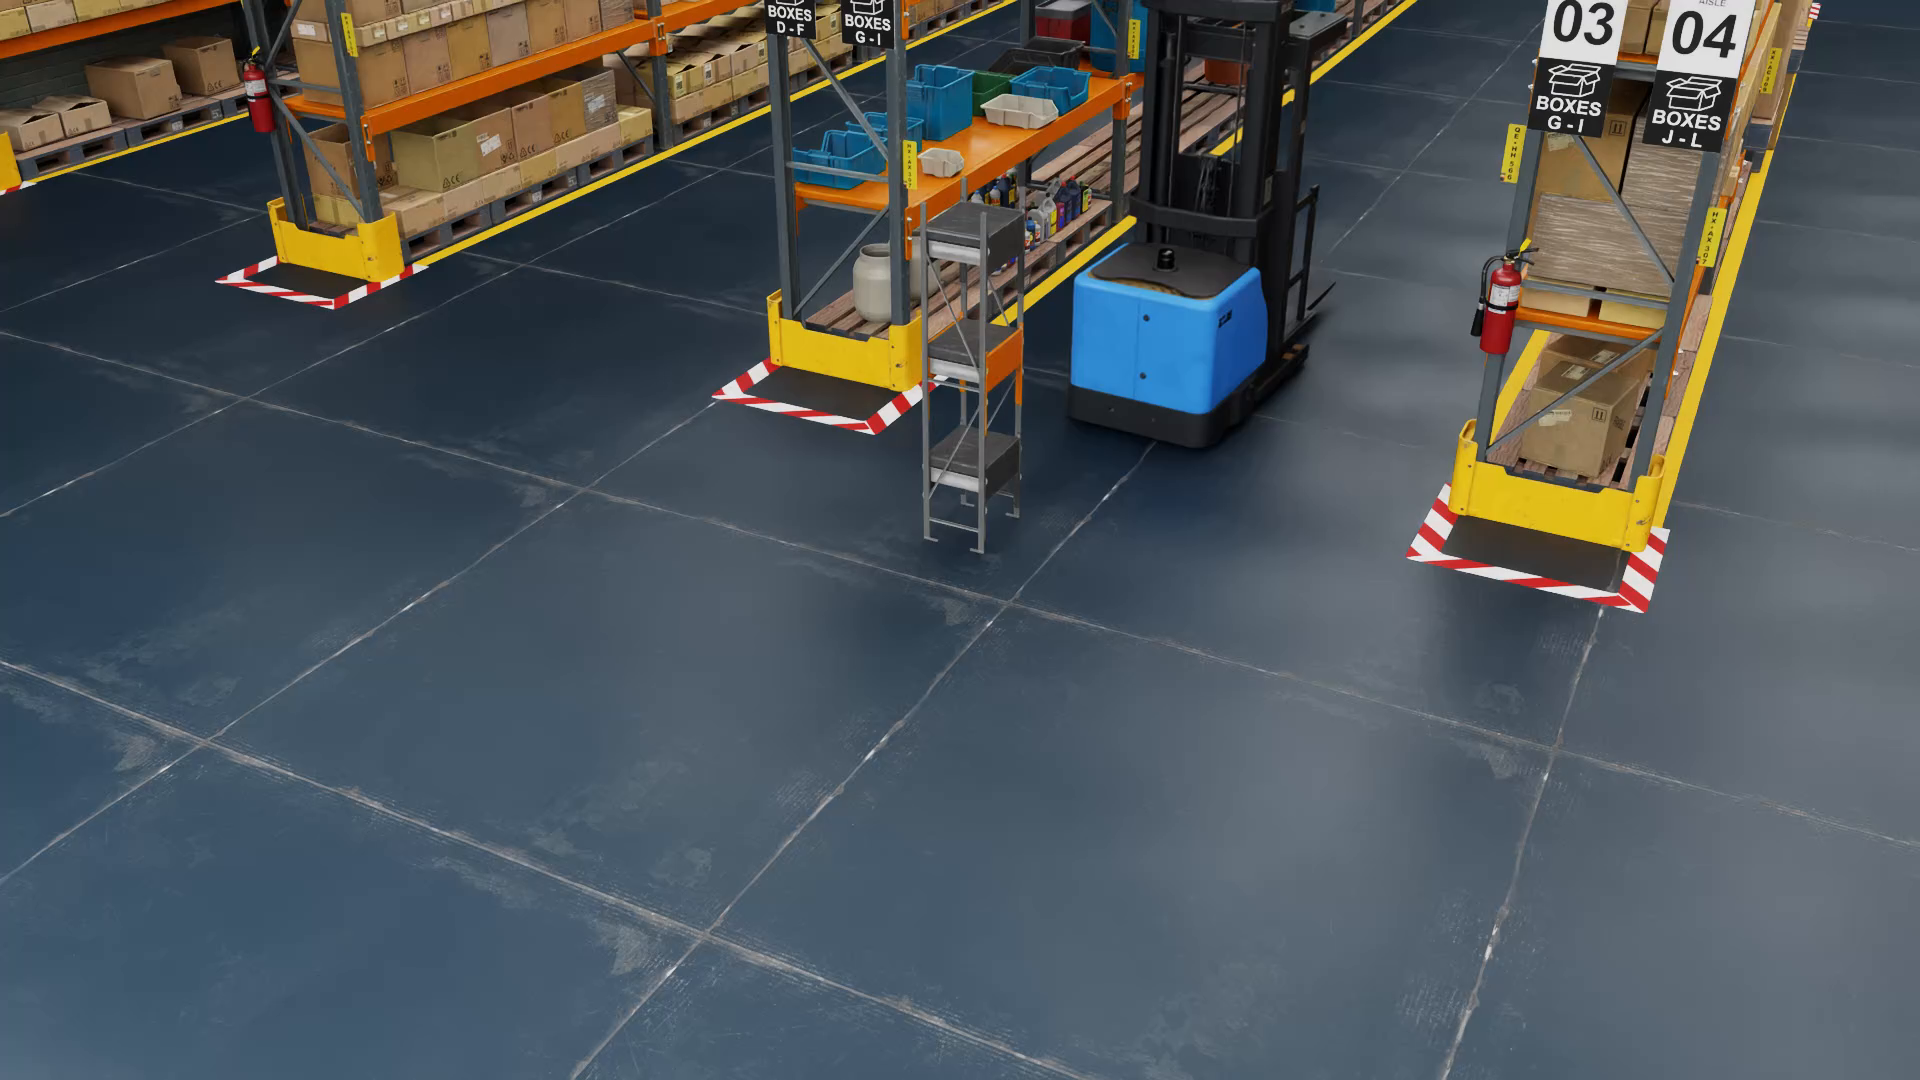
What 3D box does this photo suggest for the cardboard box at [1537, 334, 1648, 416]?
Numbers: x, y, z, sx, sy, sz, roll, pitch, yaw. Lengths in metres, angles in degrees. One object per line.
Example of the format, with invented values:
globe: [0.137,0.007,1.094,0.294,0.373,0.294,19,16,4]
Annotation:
cardboard box: [4.128,-1.034,10.917,0.500,0.500,0.500,24,38,36]

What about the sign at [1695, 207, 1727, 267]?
sign: [4.070,-1.642,9.019,0.100,0.325,0.005,14,33,23]

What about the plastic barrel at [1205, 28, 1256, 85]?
plastic barrel: [3.030,-5.522,18.401,0.600,0.830,0.708,14,33,23]

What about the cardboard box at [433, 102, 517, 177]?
cardboard box: [-4.345,-3.588,14.862,0.500,0.500,0.500,14,33,23]

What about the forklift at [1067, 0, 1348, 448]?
forklift: [1.919,-2.575,11.581,1.130,2.935,3.031,16,34,26]

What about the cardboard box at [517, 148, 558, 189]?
cardboard box: [-4.103,-3.480,15.429,0.500,0.250,0.500,14,33,23]

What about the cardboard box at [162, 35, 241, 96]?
cardboard box: [-8.256,-5.172,18.103,0.500,0.500,0.500,12,32,20]

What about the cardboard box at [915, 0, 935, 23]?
cardboard box: [-0.657,-6.884,21.084,0.500,0.500,0.500,14,33,23]

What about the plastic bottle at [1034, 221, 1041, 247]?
plastic bottle: [0.622,-2.555,13.846,0.097,0.201,0.097,0,30,0]

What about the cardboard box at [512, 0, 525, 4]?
cardboard box: [-4.039,-4.887,14.786,0.380,0.149,0.250,15,33,25]

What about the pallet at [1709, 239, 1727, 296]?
pallet: [5.763,-2.299,13.833,1.003,0.211,1.213,14,33,23]

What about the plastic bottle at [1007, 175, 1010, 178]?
plastic bottle: [0.418,-3.177,14.929,0.097,0.201,0.097,0,30,0]

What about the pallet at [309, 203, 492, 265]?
pallet: [-4.919,-2.778,14.666,1.003,0.211,1.213,14,33,23]

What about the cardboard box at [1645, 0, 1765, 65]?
cardboard box: [4.037,-2.781,9.009,0.500,0.250,0.500,15,33,25]

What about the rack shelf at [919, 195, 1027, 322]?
rack shelf: [0.075,-1.579,9.304,0.431,0.518,0.480,14,33,23]

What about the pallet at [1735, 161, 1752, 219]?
pallet: [6.874,-3.381,15.716,1.003,0.211,1.213,14,33,23]

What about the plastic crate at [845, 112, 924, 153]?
plastic crate: [-0.559,-3.025,12.446,0.499,0.251,0.408,14,33,23]

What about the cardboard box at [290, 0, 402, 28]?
cardboard box: [-4.982,-4.472,13.413,0.700,0.500,0.500,14,33,23]

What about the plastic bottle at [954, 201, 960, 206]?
plastic bottle: [-0.017,-2.793,14.110,0.144,0.351,0.185,14,33,23]

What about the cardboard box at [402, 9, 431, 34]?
cardboard box: [-4.627,-4.317,13.793,0.380,0.149,0.250,14,33,23]

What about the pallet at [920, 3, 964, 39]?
pallet: [-0.655,-6.837,21.735,1.003,0.211,1.213,14,33,23]

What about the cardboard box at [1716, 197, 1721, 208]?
cardboard box: [4.877,-2.231,11.165,0.380,0.149,0.250,14,33,23]

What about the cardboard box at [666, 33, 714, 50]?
cardboard box: [-3.018,-5.342,18.108,0.500,0.311,0.500,14,33,23]

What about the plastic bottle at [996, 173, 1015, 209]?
plastic bottle: [0.391,-3.032,14.527,0.144,0.351,0.185,14,33,23]

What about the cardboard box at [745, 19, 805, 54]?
cardboard box: [-2.068,-5.675,18.687,0.500,0.311,0.500,14,33,23]

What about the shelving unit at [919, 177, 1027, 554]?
shelving unit: [0.075,-0.984,9.645,0.431,2.100,0.503,14,33,23]

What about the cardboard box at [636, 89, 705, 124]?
cardboard box: [-3.003,-4.524,17.247,0.500,0.250,0.500,13,33,22]

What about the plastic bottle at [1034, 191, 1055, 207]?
plastic bottle: [0.733,-2.883,14.342,0.152,0.276,0.135,14,33,23]

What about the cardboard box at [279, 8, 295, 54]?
cardboard box: [-7.499,-5.971,19.495,0.700,0.500,0.500,15,33,25]

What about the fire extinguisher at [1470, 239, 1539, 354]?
fire extinguisher: [3.125,-1.410,9.562,0.296,0.674,0.183,14,33,23]

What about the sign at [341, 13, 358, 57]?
sign: [-4.739,-3.920,12.906,0.100,0.325,0.005,14,33,23]

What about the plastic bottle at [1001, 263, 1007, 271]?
plastic bottle: [0.328,-2.270,13.349,0.097,0.201,0.097,0,30,0]

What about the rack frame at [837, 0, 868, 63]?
rack frame: [-1.586,-7.185,19.541,1.000,3.000,0.127,14,33,23]

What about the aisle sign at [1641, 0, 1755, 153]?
aisle sign: [3.826,-2.422,8.635,0.394,0.787,0.004,14,33,23]

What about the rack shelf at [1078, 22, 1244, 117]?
rack shelf: [1.911,-4.861,16.216,1.077,0.370,4.000,14,33,23]

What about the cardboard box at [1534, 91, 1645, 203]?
cardboard box: [3.618,-2.296,9.623,0.500,0.500,0.500,14,33,23]

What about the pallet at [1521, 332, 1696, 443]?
pallet: [4.580,-1.105,11.753,1.003,0.211,1.213,14,33,23]

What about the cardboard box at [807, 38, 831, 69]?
cardboard box: [-1.840,-5.657,19.219,0.500,0.250,0.500,14,33,23]

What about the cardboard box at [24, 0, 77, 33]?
cardboard box: [-8.913,-5.082,16.009,0.500,0.250,0.500,13,32,22]

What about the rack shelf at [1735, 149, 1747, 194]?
rack shelf: [6.320,-3.738,14.260,1.077,0.370,4.000,14,33,23]

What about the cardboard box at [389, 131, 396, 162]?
cardboard box: [-4.808,-3.706,15.068,0.500,0.500,0.500,14,33,23]

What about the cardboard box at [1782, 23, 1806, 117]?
cardboard box: [7.977,-4.892,17.259,1.225,0.875,0.875,14,33,23]

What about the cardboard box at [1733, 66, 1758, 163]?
cardboard box: [4.541,-2.620,10.187,0.500,0.500,0.500,14,33,23]

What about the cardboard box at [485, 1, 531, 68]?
cardboard box: [-4.303,-4.573,14.892,0.700,0.500,0.500,15,33,25]

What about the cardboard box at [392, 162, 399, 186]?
cardboard box: [-5.032,-3.158,14.867,0.500,0.250,0.500,14,33,23]

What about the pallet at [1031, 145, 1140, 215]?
pallet: [1.323,-3.435,15.809,1.003,0.211,1.213,14,33,23]

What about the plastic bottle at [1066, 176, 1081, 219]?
plastic bottle: [0.963,-2.978,14.432,0.144,0.351,0.185,13,32,22]

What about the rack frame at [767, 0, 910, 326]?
rack frame: [-0.822,-2.514,11.405,1.000,3.000,0.127,14,33,23]

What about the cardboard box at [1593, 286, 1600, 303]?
cardboard box: [3.648,-1.565,10.006,0.380,0.149,0.250,14,33,23]

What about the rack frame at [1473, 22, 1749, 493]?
rack frame: [3.587,-1.390,9.449,1.000,3.000,0.127,14,33,23]
